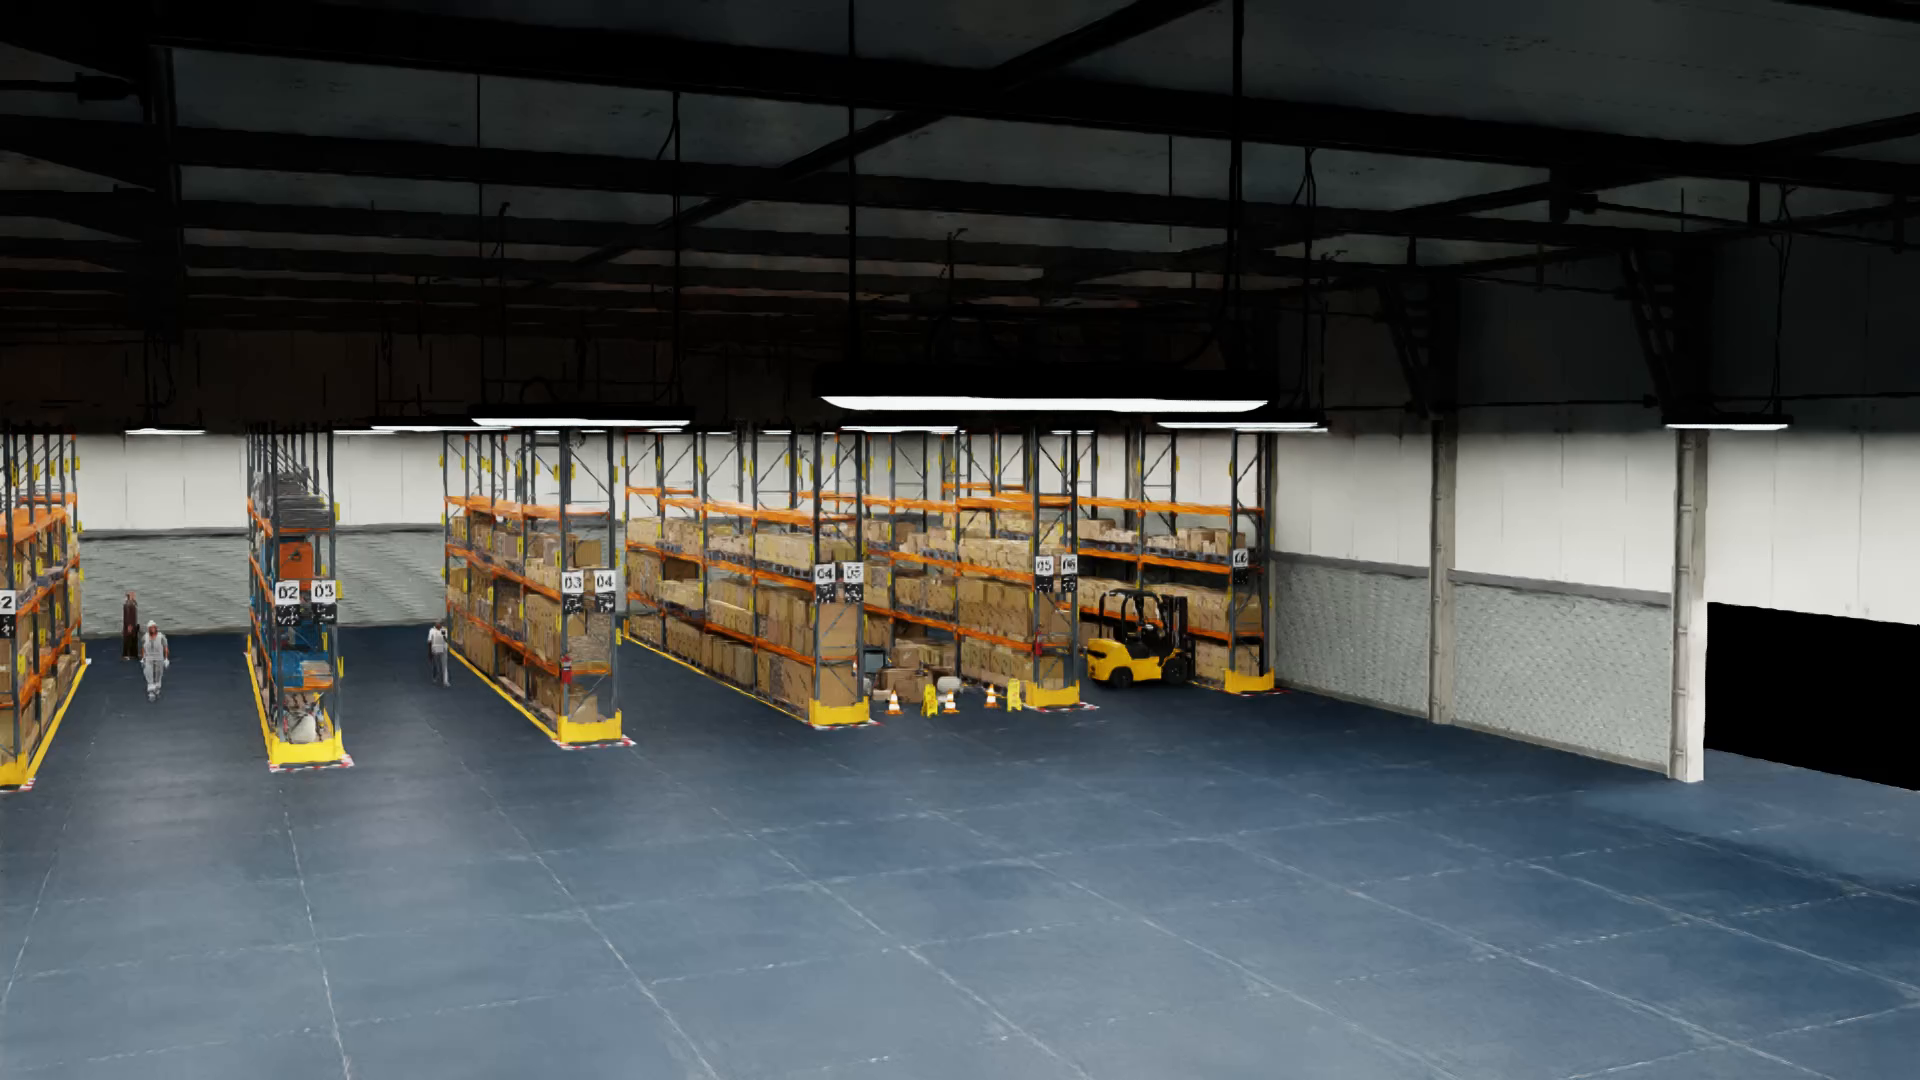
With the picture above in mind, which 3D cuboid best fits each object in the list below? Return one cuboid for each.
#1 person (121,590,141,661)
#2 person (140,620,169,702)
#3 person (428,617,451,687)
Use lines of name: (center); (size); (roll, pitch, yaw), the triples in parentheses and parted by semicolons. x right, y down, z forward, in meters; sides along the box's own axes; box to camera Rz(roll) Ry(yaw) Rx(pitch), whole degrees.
person: (-21.123, 2.165, 42.404); (0.463, 1.785, 0.674); (0, 4, -5)
person: (-17.448, 2.602, 36.024); (0.565, 1.736, 1.044); (-2, 4, -26)
person: (-11.919, 2.535, 38.018); (0.456, 1.589, 1.088); (-1, 4, -22)
